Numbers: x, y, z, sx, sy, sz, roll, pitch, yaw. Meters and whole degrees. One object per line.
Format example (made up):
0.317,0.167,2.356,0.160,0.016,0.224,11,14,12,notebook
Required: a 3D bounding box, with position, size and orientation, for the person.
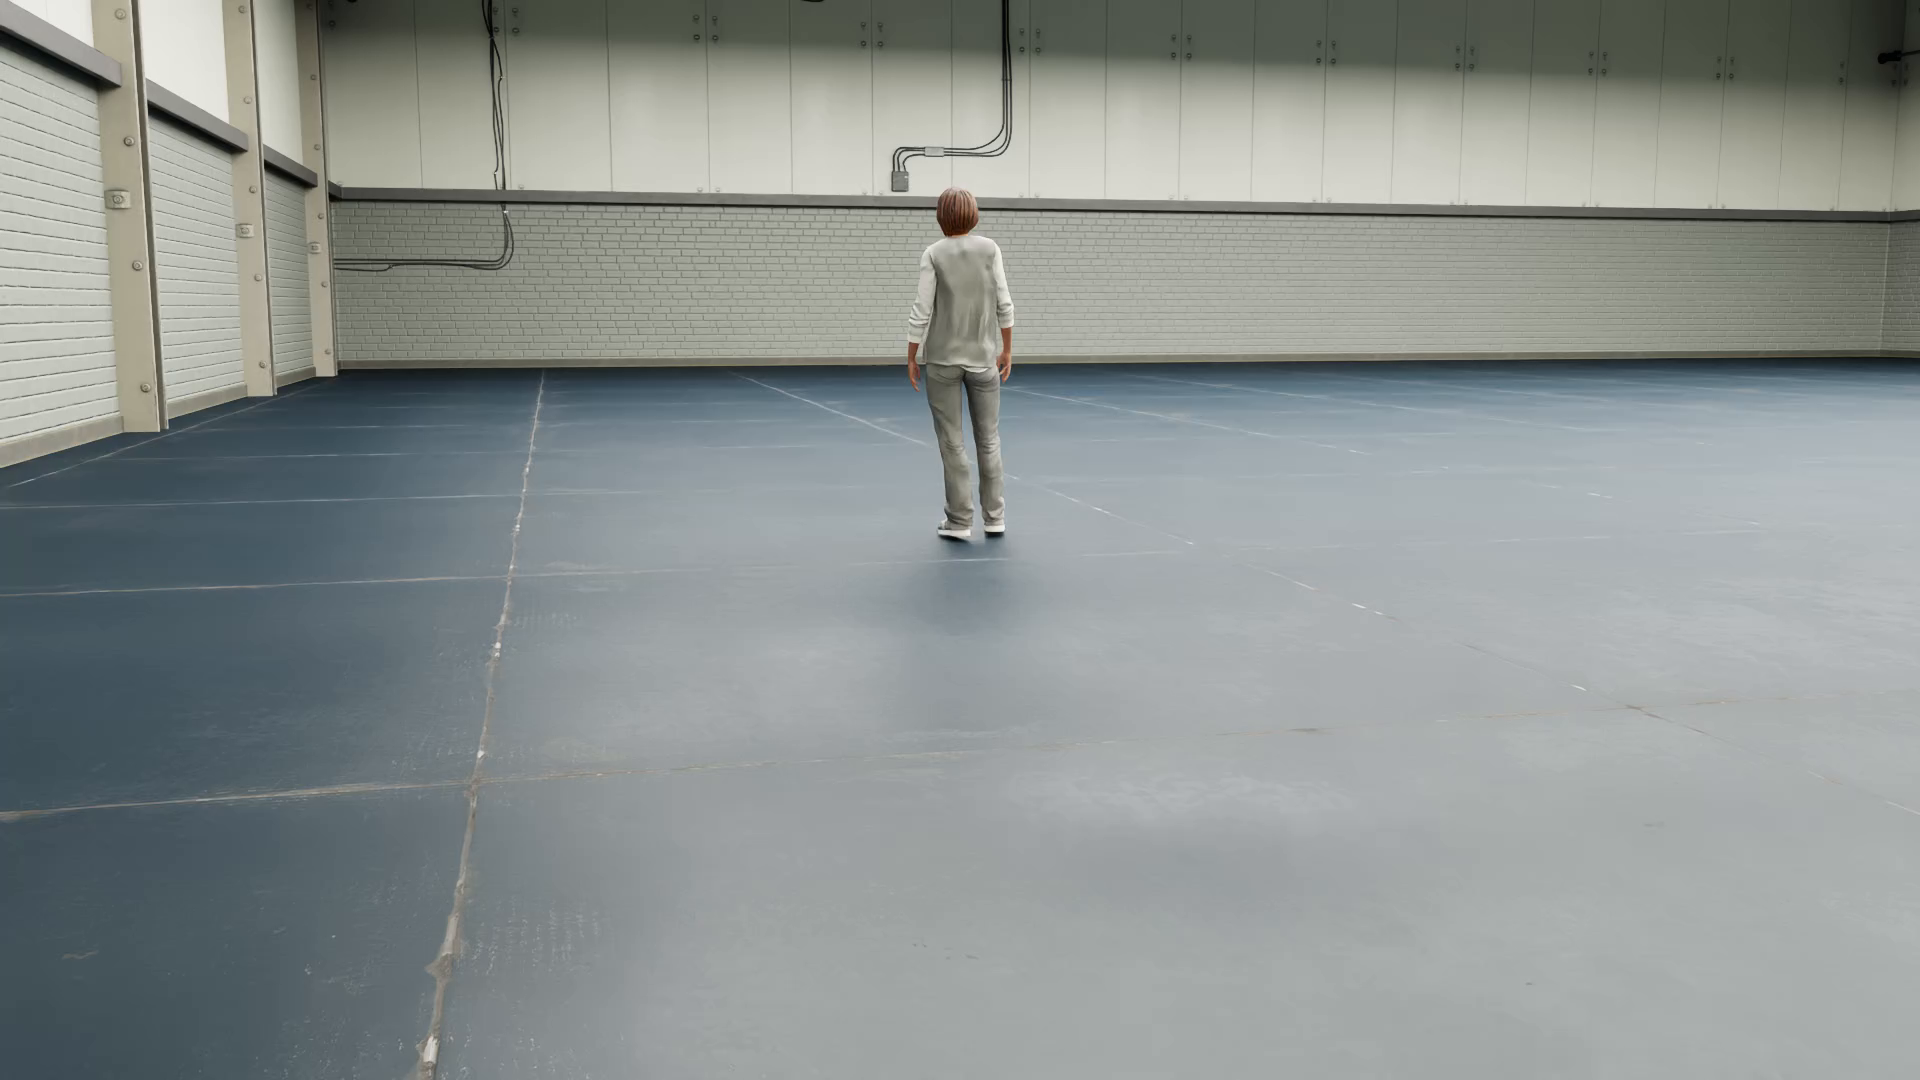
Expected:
-0.003,-0.809,7.669,0.520,1.597,0.475,-2,8,-13,person
